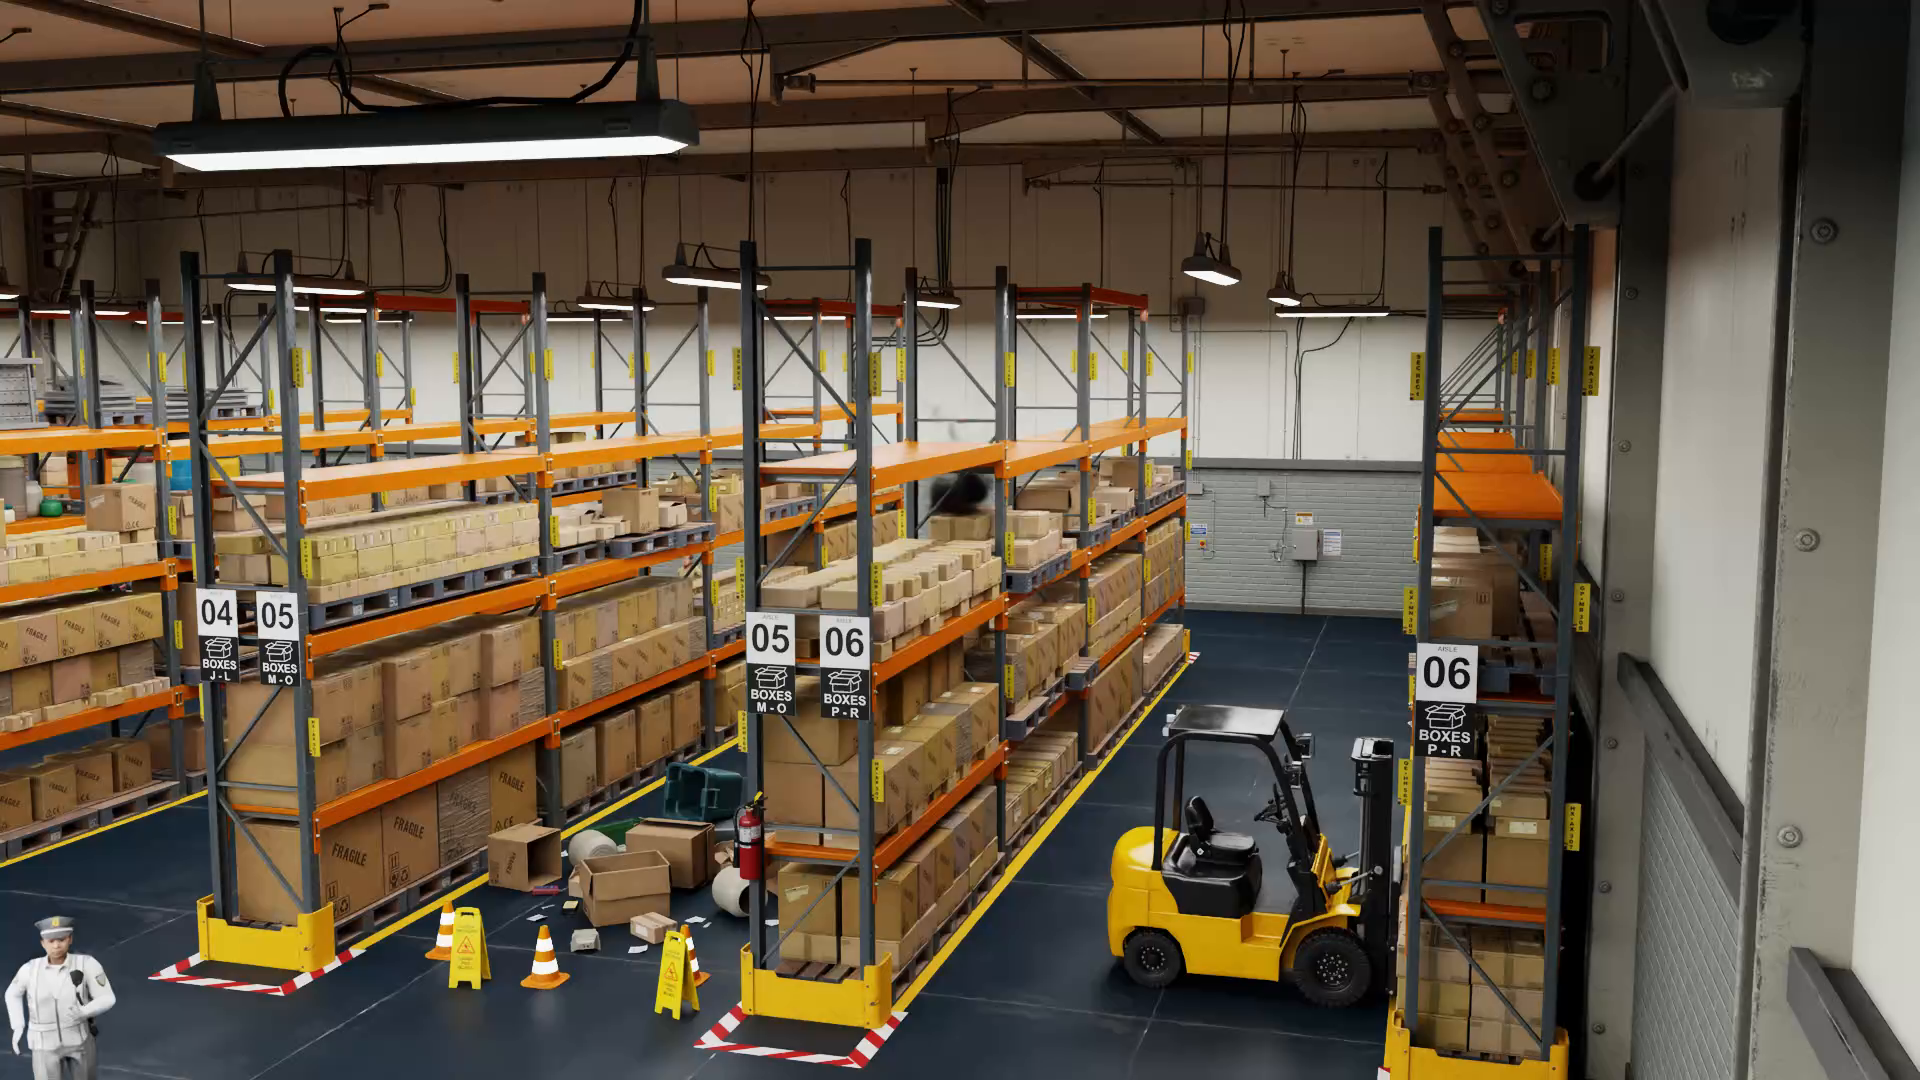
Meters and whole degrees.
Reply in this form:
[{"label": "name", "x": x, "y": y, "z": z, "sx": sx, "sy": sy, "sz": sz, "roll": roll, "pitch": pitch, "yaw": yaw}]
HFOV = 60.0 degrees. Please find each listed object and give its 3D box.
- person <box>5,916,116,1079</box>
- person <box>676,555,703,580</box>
[{"label": "person", "x": -5.597, "y": 3.152, "z": 10.377, "sx": 0.613, "sy": 1.674, "sz": 0.922, "roll": -3, "pitch": 7, "yaw": -28}, {"label": "person", "x": -4.794, "y": 1.042, "z": 29.539, "sx": 0.603, "sy": 1.649, "sz": 0.880, "roll": 1, "pitch": 6, "yaw": 8}]
